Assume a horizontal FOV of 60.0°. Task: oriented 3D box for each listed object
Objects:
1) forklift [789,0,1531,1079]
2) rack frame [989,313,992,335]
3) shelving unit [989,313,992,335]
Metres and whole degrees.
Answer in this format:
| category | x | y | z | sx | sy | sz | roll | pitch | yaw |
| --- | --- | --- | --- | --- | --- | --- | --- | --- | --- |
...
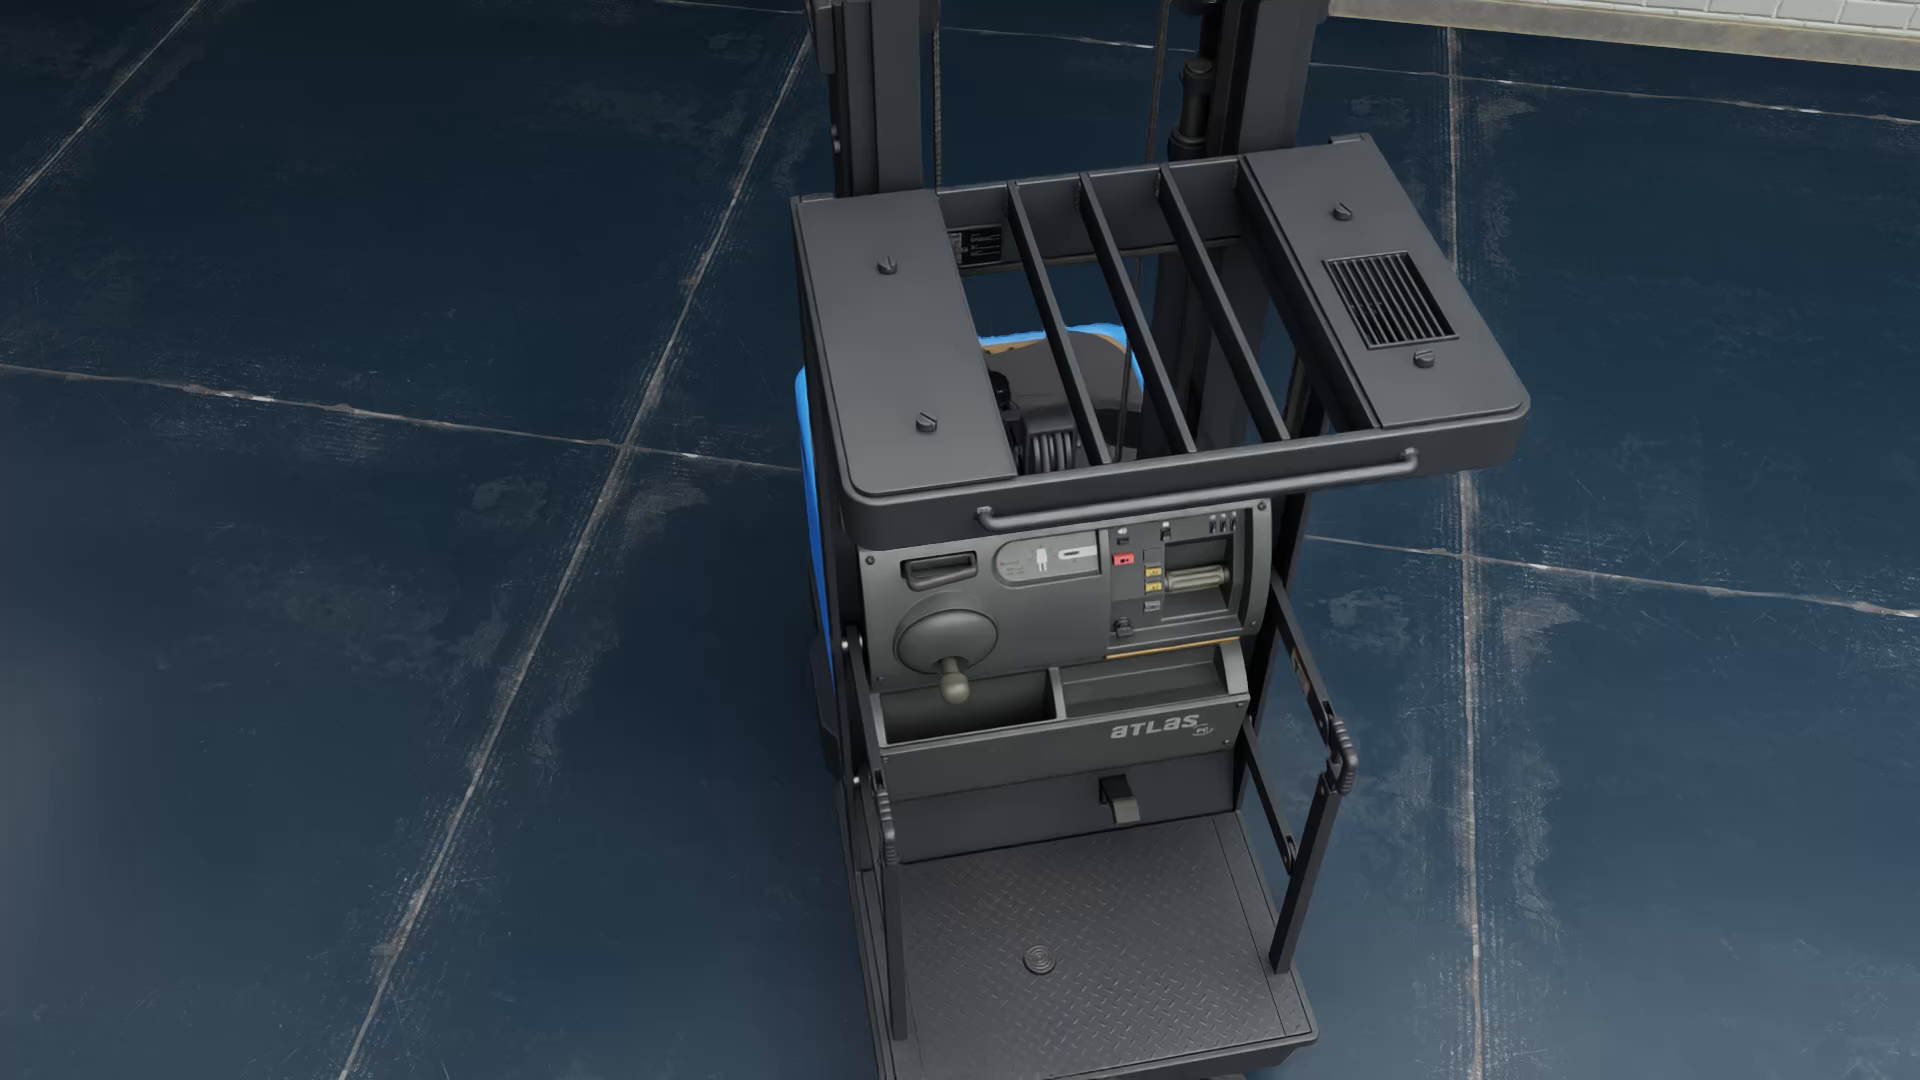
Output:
| category | x | y | z | sx | sy | sz | roll | pitch | yaw |
| --- | --- | --- | --- | --- | --- | --- | --- | --- | --- |
| forklift | 0.284 | 0.227 | 3.575 | 1.130 | 2.935 | 3.031 | -8 | 49 | -7 |
| rack frame | 0.081 | -0.318 | 5.430 | 0.006 | 0.900 | 0.240 | 6 | 48 | 5 |
| shelving unit | -0.020 | -0.328 | 5.439 | 0.210 | 0.900 | 0.258 | 6 | 48 | 5 |
